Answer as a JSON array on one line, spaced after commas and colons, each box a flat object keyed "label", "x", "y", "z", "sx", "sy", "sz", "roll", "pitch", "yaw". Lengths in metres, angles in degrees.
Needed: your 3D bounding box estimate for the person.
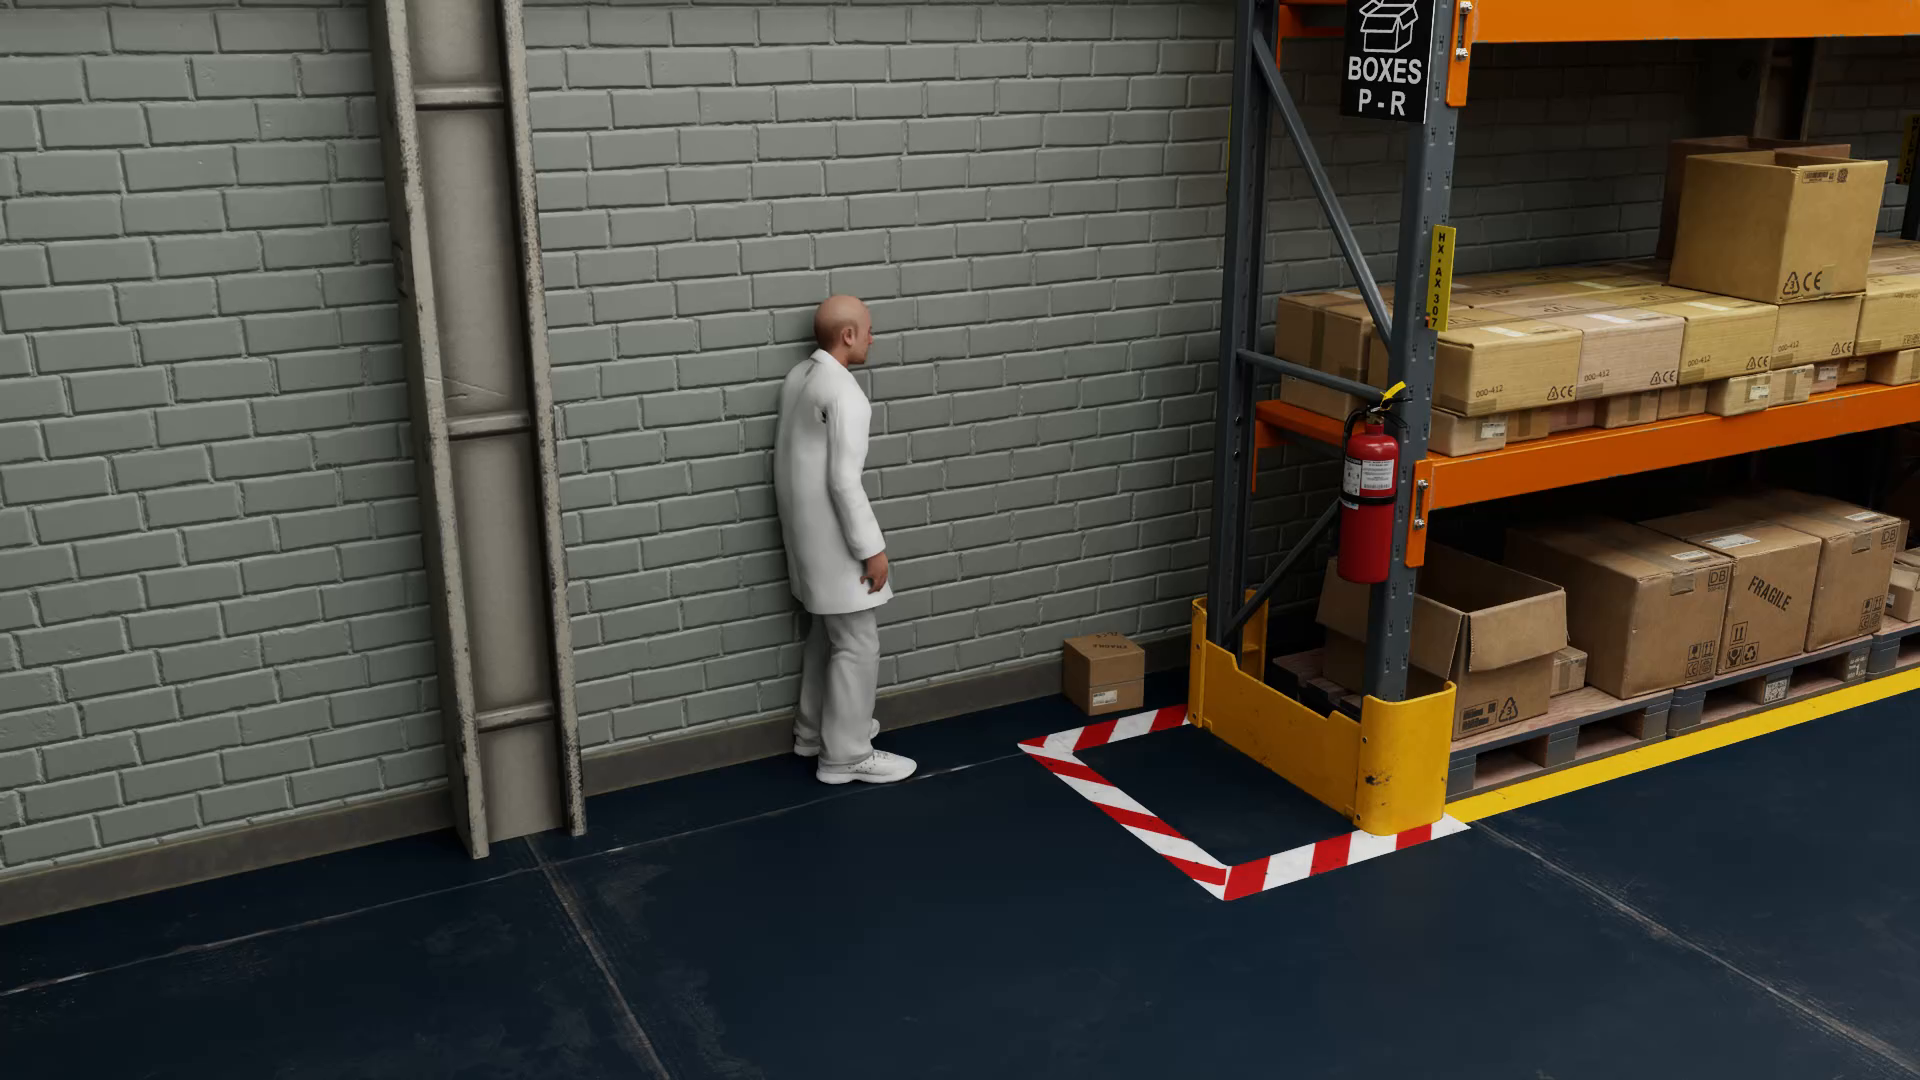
[{"label": "person", "x": -0.456, "y": -0.010, "z": 6.112, "sx": 0.416, "sy": 1.774, "sz": 0.656, "roll": -8, "pitch": 20, "yaw": -22}]
